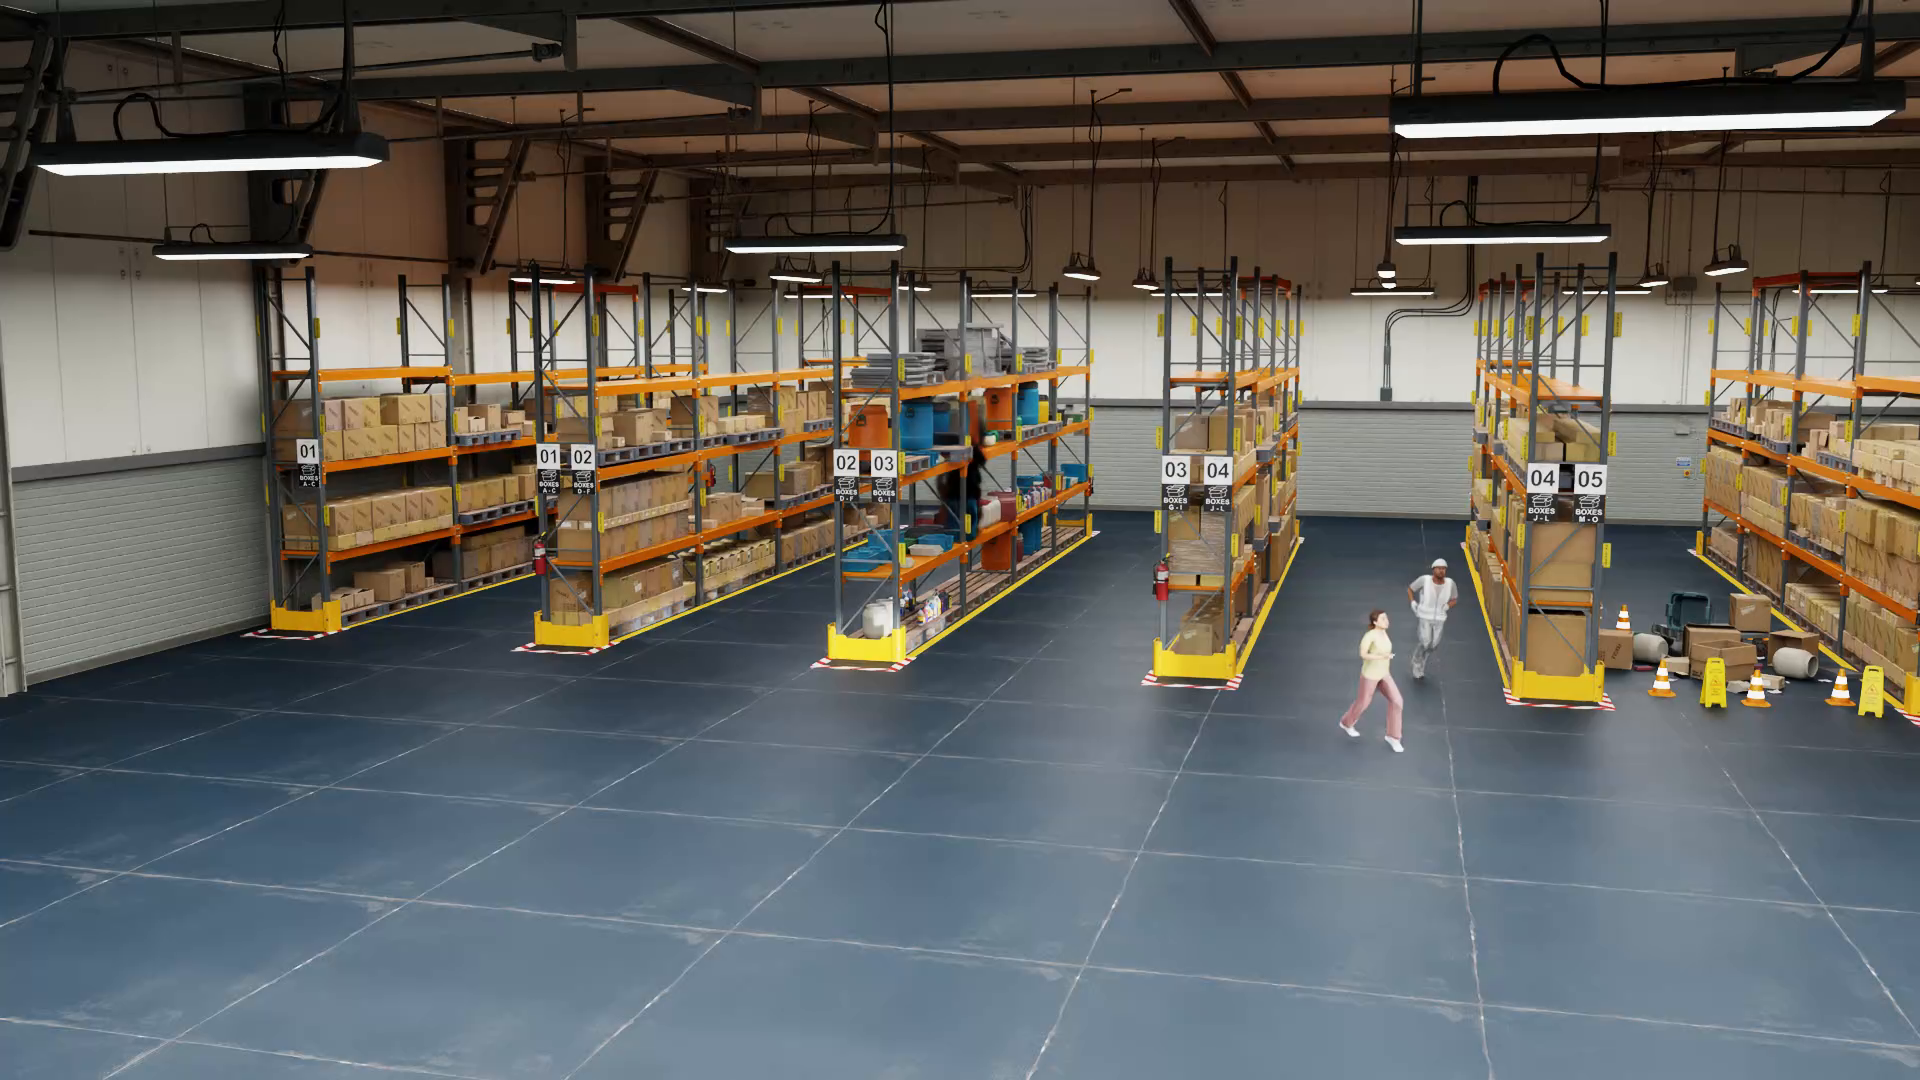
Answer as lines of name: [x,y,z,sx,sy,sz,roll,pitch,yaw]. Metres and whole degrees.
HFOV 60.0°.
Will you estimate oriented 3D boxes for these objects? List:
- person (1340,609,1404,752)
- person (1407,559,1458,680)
person: [4.913,1.668,19.962,0.531,1.718,0.907,-5,9,-34]
person: [6.761,1.134,23.748,0.662,1.761,0.638,0,7,-4]
